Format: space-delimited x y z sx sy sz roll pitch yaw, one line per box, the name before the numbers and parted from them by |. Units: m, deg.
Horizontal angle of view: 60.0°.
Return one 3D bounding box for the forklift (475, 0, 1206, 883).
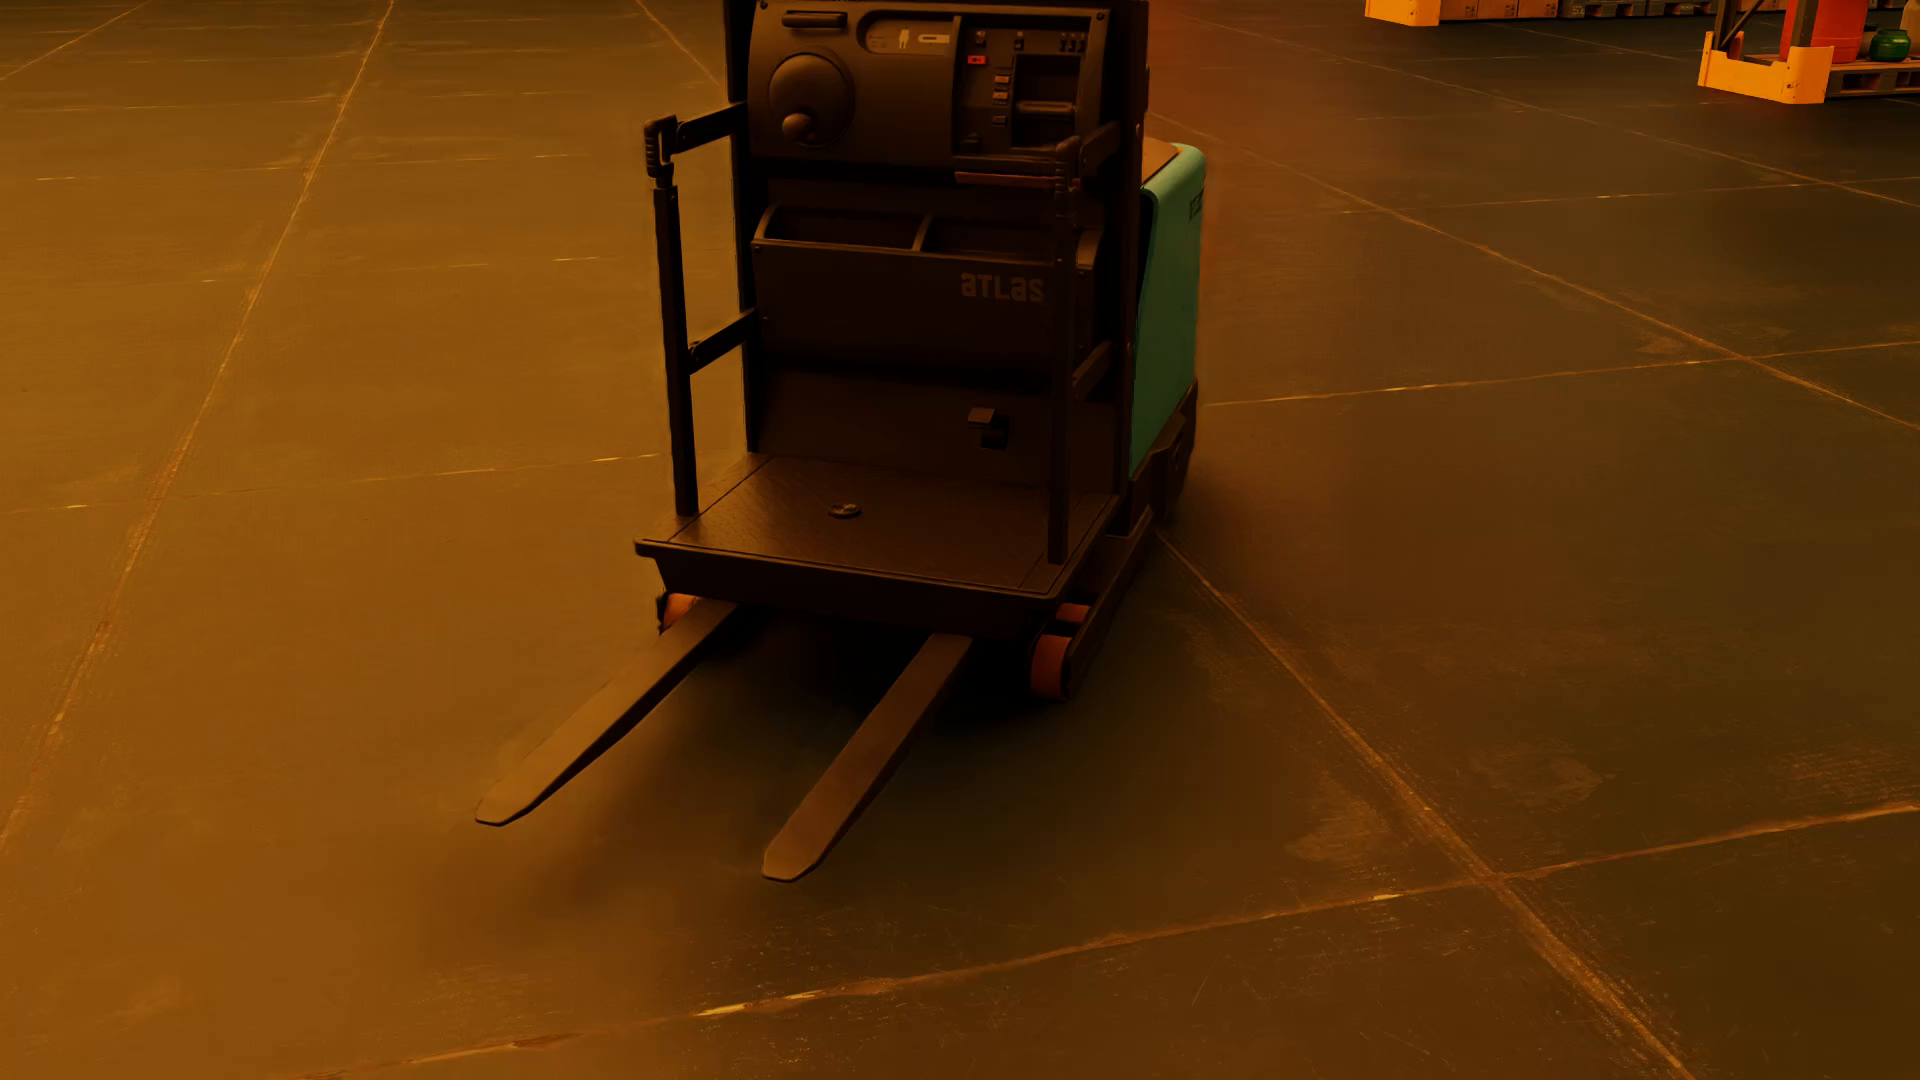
forklift | -0.154 -1.126 3.957 1.130 2.935 3.031 7 24 17
